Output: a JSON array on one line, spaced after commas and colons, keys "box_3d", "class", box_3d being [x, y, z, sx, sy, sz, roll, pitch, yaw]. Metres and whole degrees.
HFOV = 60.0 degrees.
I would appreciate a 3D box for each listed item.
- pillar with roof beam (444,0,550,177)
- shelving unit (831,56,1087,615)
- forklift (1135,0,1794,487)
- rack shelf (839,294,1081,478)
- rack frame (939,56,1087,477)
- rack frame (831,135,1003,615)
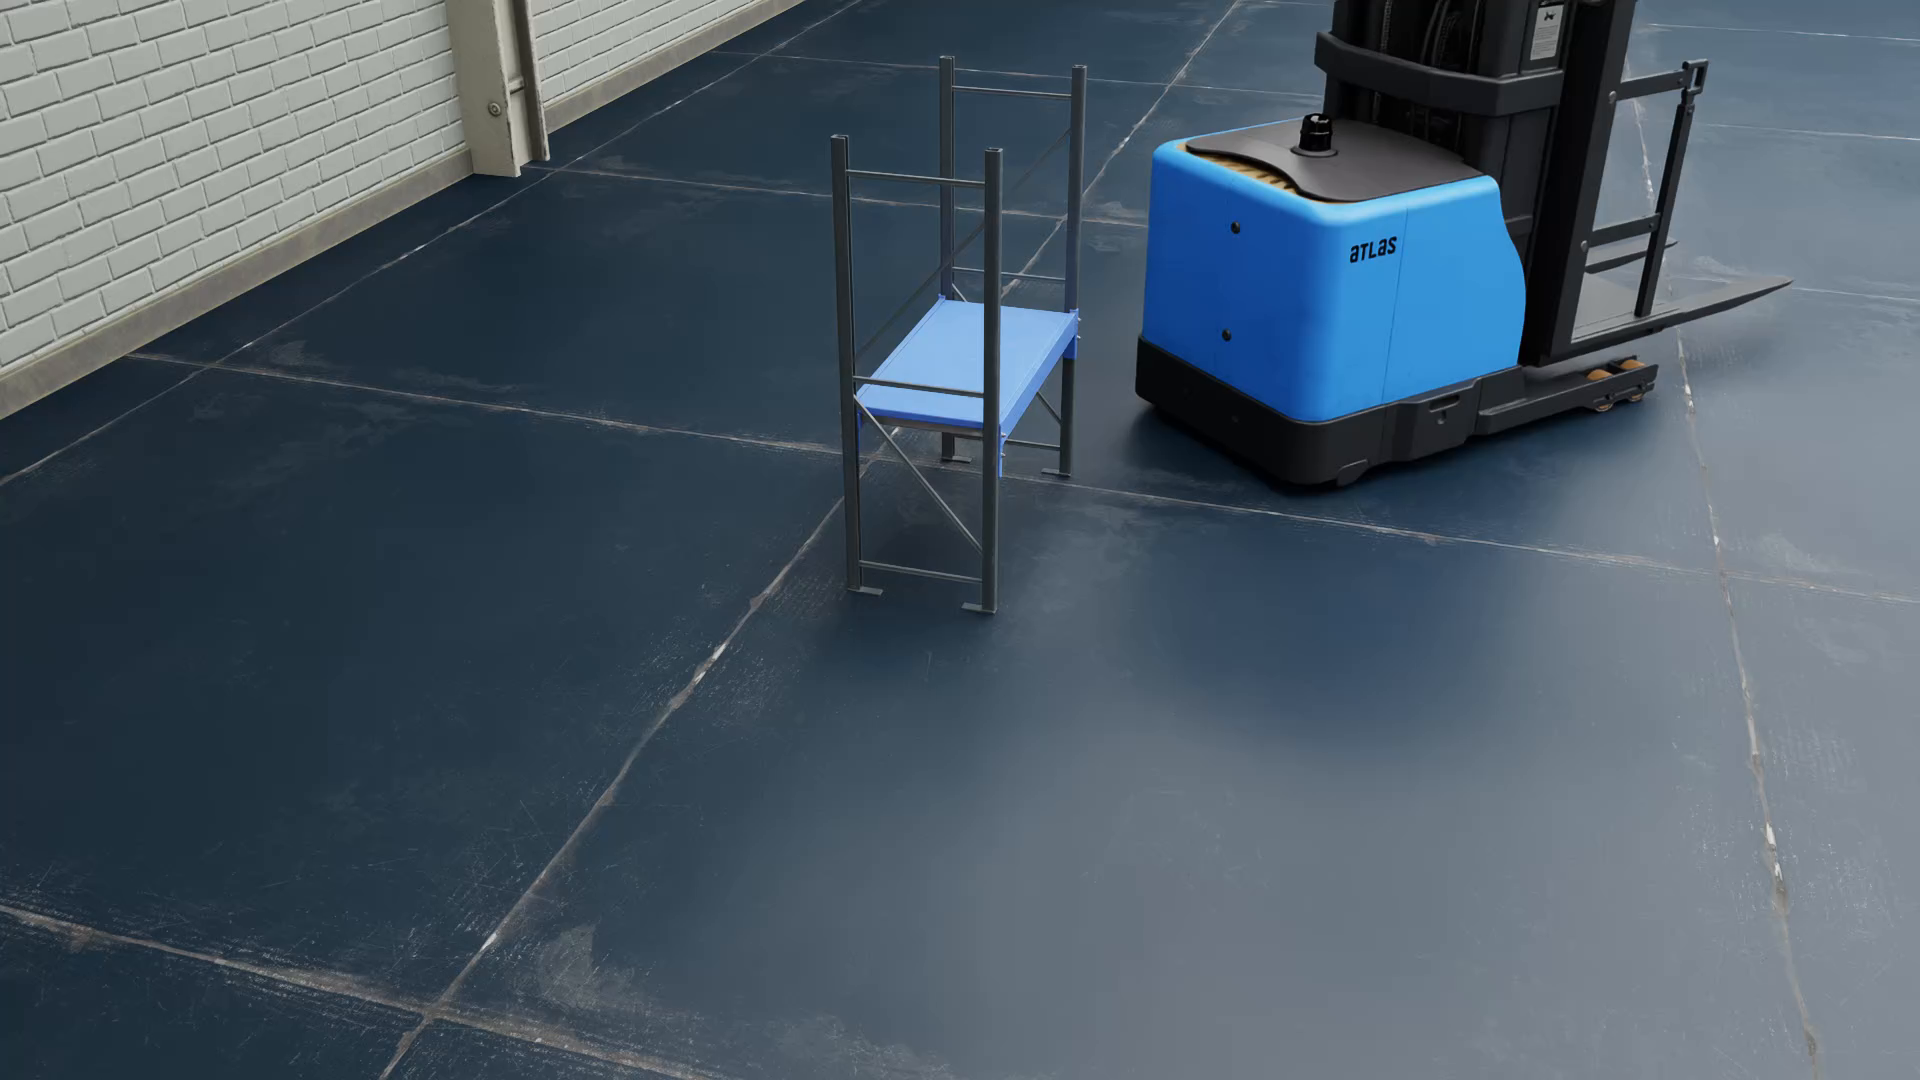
[{"box_3d": [1.501, -5.496, 6.373, 9.100, 9.000, 0.400, 8, 30, 15], "class": "pillar with roof beam"}, {"box_3d": [0.025, -0.695, 5.457, 0.538, 1.500, 1.048, 8, 30, 15], "class": "shelving unit"}, {"box_3d": [2.230, -1.997, 6.325, 3.031, 2.935, 1.130, -17, 33, -27], "class": "forklift"}, {"box_3d": [0.025, -0.538, 5.544, 0.538, 0.185, 1.000, 8, 30, 15], "class": "rack shelf"}, {"box_3d": [0.174, -0.931, 5.881, 0.500, 1.500, 0.032, 8, 30, 15], "class": "rack frame"}, {"box_3d": [-0.124, -0.459, 5.032, 0.500, 1.500, 0.032, 8, 30, 15], "class": "rack frame"}]
